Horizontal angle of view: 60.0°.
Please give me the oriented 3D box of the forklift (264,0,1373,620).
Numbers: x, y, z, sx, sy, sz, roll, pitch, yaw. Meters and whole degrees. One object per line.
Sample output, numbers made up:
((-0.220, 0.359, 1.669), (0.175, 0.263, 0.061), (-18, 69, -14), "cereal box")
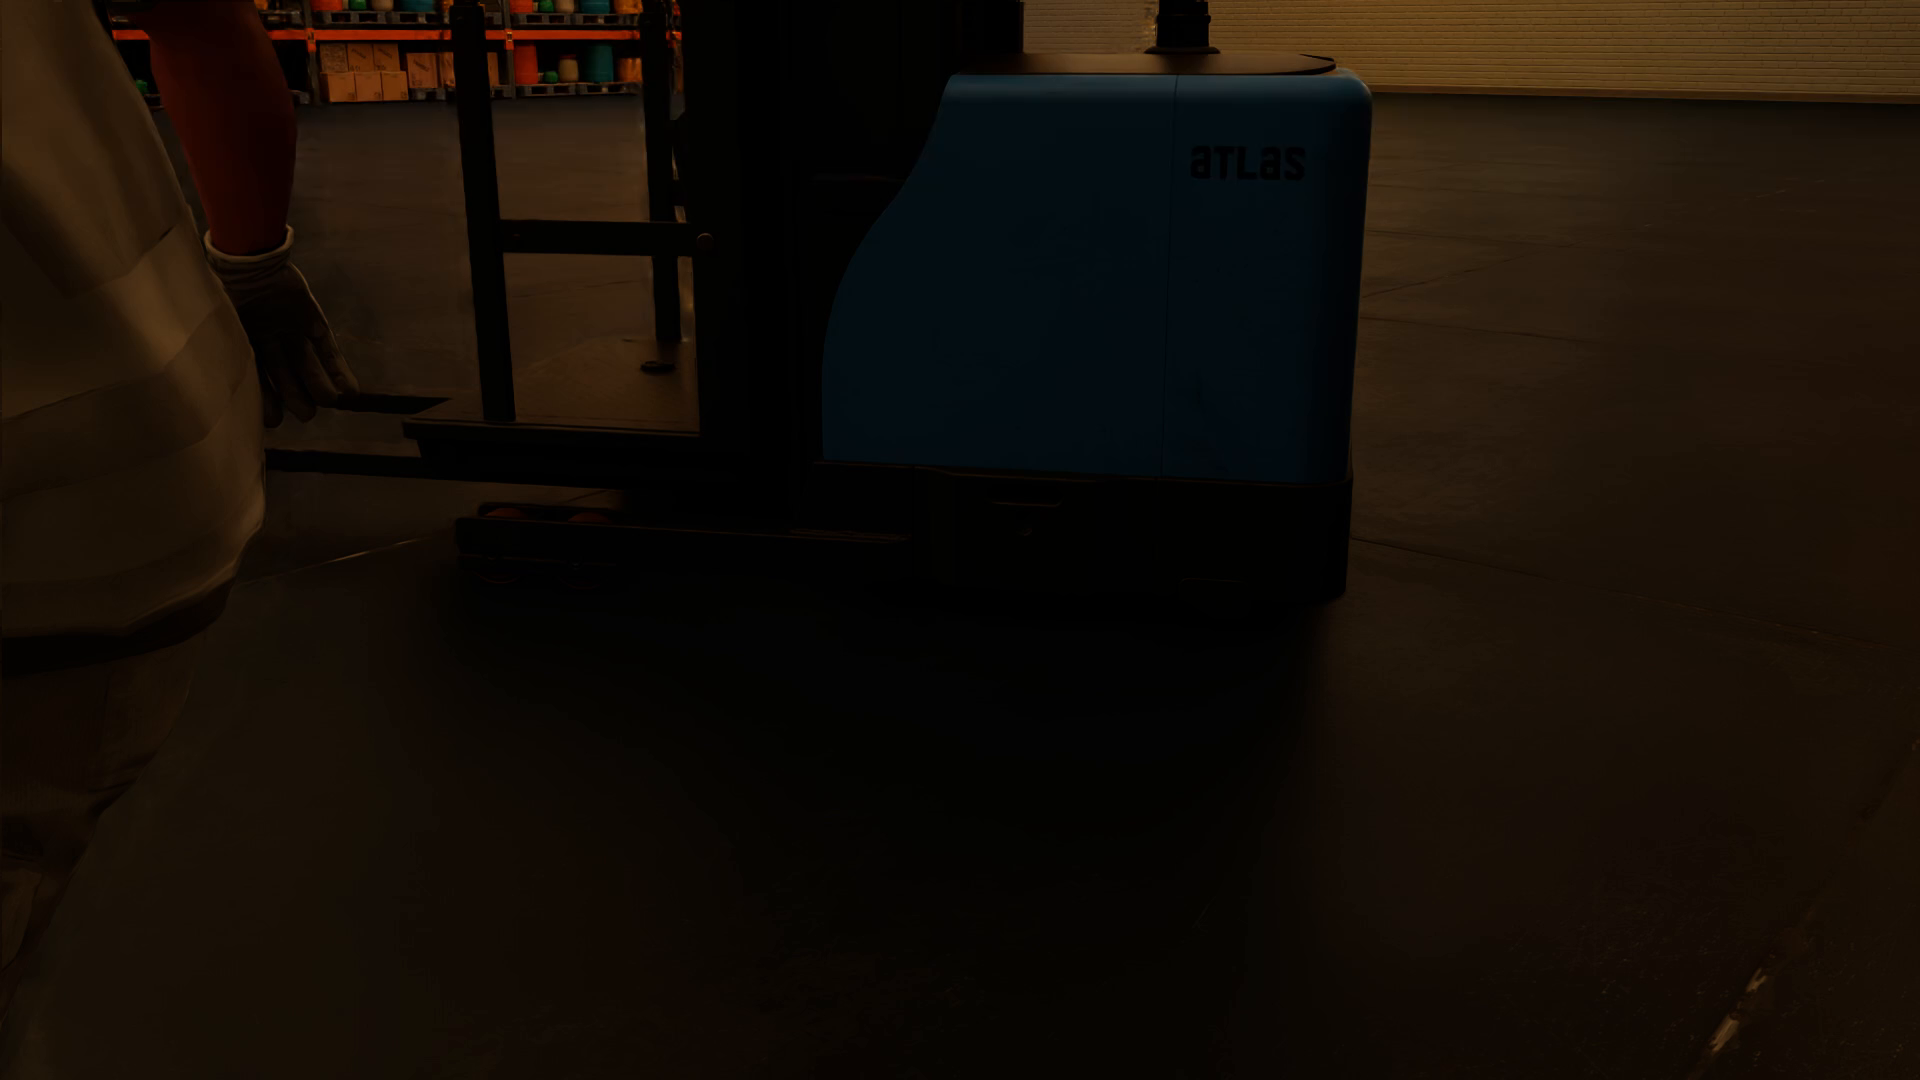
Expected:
((-0.623, -1.440, 3.638), (3.031, 2.935, 1.130), (3, 17, 11), "forklift")
